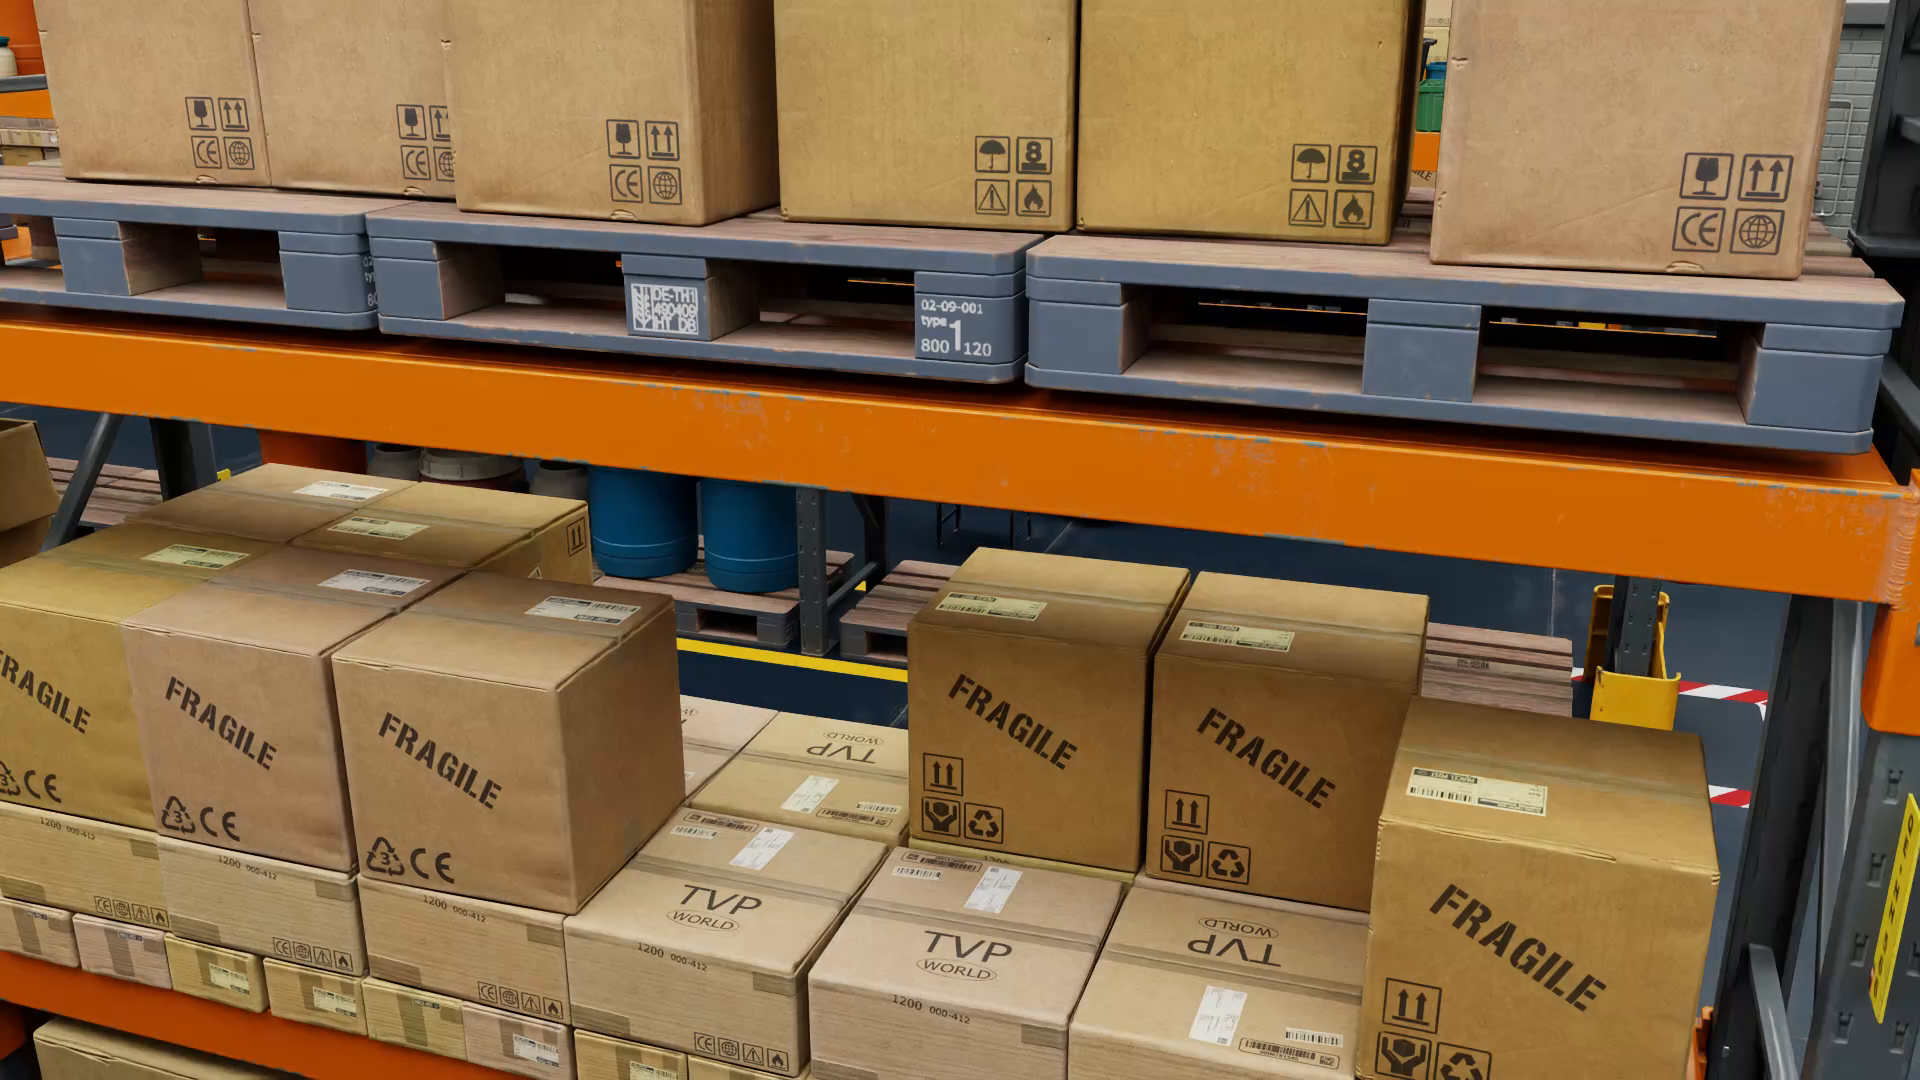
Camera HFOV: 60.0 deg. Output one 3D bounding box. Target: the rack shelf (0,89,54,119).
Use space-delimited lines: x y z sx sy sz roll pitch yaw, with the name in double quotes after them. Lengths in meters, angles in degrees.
-6.290 -2.677 10.234 4.000 0.370 1.077 7 20 18 "rack shelf"

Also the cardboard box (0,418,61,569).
-2.853 0.001 4.342 0.637 0.503 0.797 6 20 17 "cardboard box"

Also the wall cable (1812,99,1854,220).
7.928 -4.236 16.628 1.851 1.984 0.084 7 20 18 "wall cable"

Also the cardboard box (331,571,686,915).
-0.923 0.406 3.492 0.500 0.500 0.500 6 20 16 "cardboard box"

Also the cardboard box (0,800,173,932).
-1.889 0.650 3.929 0.500 0.250 0.500 6 20 17 "cardboard box"

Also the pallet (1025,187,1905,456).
0.827 -0.431 2.834 1.213 0.211 1.003 7 20 18 "pallet"

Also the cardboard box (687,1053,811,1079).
-0.357 1.037 3.425 0.250 0.149 0.380 7 20 19 "cardboard box"

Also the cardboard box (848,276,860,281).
-0.788 -2.163 14.215 0.500 0.250 0.500 6 20 17 "cardboard box"

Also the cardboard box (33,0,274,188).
-1.488 -1.055 3.548 0.500 0.500 0.700 5 20 15 "cardboard box"

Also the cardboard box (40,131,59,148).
-8.577 -3.866 15.972 0.250 0.149 0.380 7 20 19 "cardboard box"

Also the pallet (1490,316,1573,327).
5.627 -2.346 16.985 1.213 0.211 1.003 7 20 18 "pallet"

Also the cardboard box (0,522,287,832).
-1.879 0.295 3.808 0.500 0.500 0.500 7 20 18 "cardboard box"

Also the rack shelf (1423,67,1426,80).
2.896 -3.353 12.173 4.000 0.370 1.077 7 20 18 "rack shelf"

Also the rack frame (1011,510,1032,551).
0.387 -0.947 10.104 0.015 2.100 0.400 7 20 18 "rack frame"

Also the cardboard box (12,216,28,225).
-9.724 -3.077 17.245 0.500 0.500 0.500 7 20 18 "cardboard box"

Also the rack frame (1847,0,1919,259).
1.531 -1.813 2.106 0.127 3.000 1.000 7 20 18 "rack frame"

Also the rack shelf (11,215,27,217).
-8.439 -3.232 16.385 4.000 0.370 1.077 7 20 18 "rack shelf"

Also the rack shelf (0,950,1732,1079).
-0.358 1.144 3.831 4.000 0.370 1.077 7 20 18 "rack shelf"

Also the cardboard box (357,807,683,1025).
-0.930 0.760 3.615 0.500 0.250 0.500 7 20 19 "cardboard box"

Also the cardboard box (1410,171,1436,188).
3.306 -2.651 11.952 0.500 0.500 0.500 7 20 20 "cardboard box"

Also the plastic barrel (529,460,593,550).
-2.303 -0.205 9.749 0.421 0.512 0.421 0 19 0 "plastic barrel"

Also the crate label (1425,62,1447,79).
2.391 -2.066 7.616 0.502 0.251 0.408 7 20 18 "crate label"

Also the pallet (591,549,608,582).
-2.493 0.137 9.862 1.213 0.211 1.003 7 20 18 "pallet"

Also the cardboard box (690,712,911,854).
-0.295 0.650 3.929 0.500 0.250 0.500 6 20 17 "cardboard box"

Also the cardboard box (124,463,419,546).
-1.725 0.131 4.281 0.500 0.500 0.500 7 20 20 "cardboard box"

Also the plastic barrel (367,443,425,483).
-3.370 -0.327 10.099 0.421 0.512 0.421 0 19 0 "plastic barrel"

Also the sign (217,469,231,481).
-2.067 -0.031 4.672 0.005 0.325 0.100 7 20 18 "sign"

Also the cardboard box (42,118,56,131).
-8.393 -4.224 16.015 0.500 0.500 0.700 7 20 18 "cardboard box"

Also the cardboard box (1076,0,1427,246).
0.530 -0.827 2.892 0.500 0.500 0.700 6 20 16 "cardboard box"

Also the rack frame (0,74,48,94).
-2.247 -2.245 3.345 0.127 3.000 1.000 7 20 18 "rack frame"

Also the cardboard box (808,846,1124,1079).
0.026 0.871 3.297 0.500 0.250 0.500 6 20 16 "cardboard box"

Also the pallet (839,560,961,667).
0.085 0.432 9.016 1.213 0.211 1.003 7 20 18 "pallet"

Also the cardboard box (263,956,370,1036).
-1.331 0.926 3.743 0.250 0.149 0.380 6 20 17 "cardboard box"

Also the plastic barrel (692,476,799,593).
-1.130 -0.224 9.211 0.708 0.901 0.600 7 20 18 "plastic barrel"

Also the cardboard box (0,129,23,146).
-9.053 -3.921 16.131 0.250 0.149 0.380 6 20 16 "cardboard box"

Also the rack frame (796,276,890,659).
-0.622 -0.952 8.750 0.127 3.000 1.000 7 20 18 "rack frame"

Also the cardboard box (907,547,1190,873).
0.203 0.352 3.645 0.500 0.500 0.500 6 20 17 "cardboard box"

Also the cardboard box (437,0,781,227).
-0.535 -0.895 3.089 0.500 0.500 0.700 7 21 20 "cardboard box"

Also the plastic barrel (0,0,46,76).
-5.723 -3.230 10.076 0.708 0.830 0.600 7 20 18 "plastic barrel"

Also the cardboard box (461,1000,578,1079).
-0.853 0.982 3.584 0.250 0.149 0.380 7 20 19 "cardboard box"

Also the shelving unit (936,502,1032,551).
0.156 -0.974 10.179 0.503 2.100 0.431 7 20 18 "shelving unit"

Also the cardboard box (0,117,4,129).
-9.343 -4.333 16.326 0.500 0.500 0.700 6 20 17 "cardboard box"

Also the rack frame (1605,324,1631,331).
4.786 -2.060 11.928 0.127 3.000 1.000 7 20 18 "rack frame"

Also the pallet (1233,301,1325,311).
3.322 -2.609 17.741 1.213 0.211 1.003 7 20 18 "pallet"

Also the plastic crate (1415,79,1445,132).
2.131 -1.854 7.103 0.336 0.188 0.450 7 20 18 "plastic crate"

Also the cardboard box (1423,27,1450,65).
3.268 -3.486 11.691 0.500 0.250 0.500 7 20 18 "cardboard box"

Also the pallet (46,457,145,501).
-6.268 -0.296 11.103 1.213 0.211 1.003 7 20 18 "pallet"

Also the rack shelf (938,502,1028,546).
0.156 -0.300 10.414 0.480 0.518 0.431 7 20 18 "rack shelf"

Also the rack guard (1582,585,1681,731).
3.183 0.659 7.927 0.348 0.500 1.175 7 20 18 "rack guard"

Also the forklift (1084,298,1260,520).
1.521 -1.914 11.615 1.130 2.935 3.031 17 25 40 "forklift"

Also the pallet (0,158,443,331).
-1.478 -0.695 3.591 1.213 0.211 1.003 7 20 18 "pallet"

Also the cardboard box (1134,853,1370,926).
0.673 0.760 3.613 0.500 0.250 0.500 6 20 17 "cardboard box"

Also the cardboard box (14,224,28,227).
-9.422 -2.862 16.628 0.500 0.500 0.500 7 20 18 "cardboard box"

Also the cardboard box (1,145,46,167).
-8.927 -3.670 16.396 0.500 0.500 0.700 7 20 18 "cardboard box"

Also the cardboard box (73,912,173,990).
-1.829 0.870 3.904 0.250 0.149 0.380 6 20 16 "cardboard box"
